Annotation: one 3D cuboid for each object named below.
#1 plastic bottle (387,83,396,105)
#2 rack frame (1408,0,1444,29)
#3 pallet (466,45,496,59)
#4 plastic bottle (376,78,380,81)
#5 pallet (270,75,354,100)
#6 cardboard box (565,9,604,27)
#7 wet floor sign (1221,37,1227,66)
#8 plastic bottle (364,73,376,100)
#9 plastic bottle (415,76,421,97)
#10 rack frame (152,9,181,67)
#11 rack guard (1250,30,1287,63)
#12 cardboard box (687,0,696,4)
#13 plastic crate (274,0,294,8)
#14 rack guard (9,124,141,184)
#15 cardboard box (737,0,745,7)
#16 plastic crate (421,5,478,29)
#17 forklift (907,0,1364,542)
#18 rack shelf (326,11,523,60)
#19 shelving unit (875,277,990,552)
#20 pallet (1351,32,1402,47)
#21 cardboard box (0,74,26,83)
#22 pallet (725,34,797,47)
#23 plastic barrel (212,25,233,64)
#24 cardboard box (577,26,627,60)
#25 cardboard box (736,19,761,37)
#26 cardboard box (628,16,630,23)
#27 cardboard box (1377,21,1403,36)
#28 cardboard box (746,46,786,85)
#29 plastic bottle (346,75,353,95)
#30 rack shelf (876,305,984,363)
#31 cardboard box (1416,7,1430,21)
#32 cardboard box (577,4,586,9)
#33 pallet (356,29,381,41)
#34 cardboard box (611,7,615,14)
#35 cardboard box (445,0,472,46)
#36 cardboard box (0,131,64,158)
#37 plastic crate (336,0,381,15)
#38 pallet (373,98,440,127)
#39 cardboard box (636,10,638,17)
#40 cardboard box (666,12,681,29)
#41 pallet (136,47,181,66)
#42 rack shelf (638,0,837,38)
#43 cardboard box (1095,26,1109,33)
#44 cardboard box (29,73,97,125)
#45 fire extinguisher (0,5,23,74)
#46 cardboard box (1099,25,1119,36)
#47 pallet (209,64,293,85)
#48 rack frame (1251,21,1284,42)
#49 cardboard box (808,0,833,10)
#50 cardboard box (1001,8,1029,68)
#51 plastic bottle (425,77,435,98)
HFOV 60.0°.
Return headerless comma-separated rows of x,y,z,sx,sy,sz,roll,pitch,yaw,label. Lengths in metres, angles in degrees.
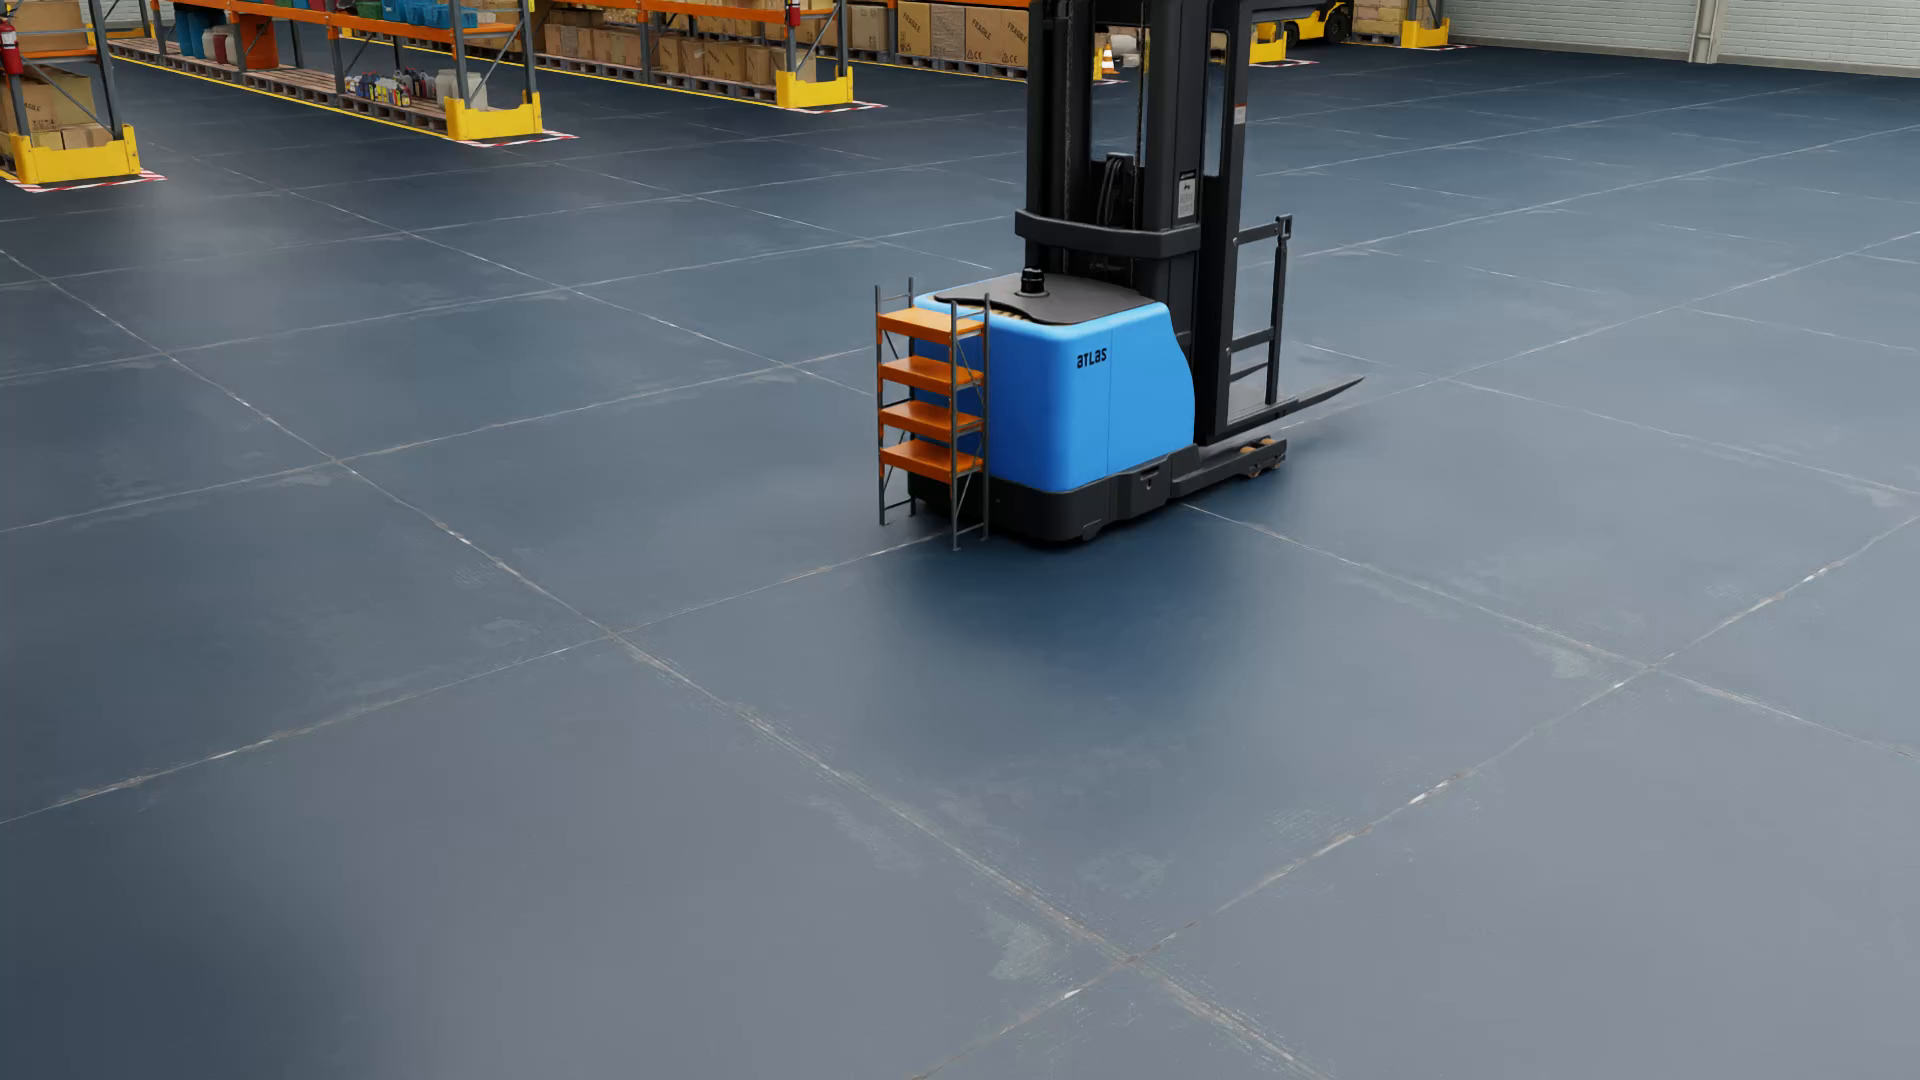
-7.563,-5.975,22.257,0.152,0.276,0.135,-18,28,-39,plastic bottle
9.220,-11.241,32.572,1.000,3.000,0.127,-17,27,-37,rack frame
-8.518,-9.184,31.143,1.003,0.211,1.213,-17,27,-37,pallet
-8.010,-6.227,22.907,0.097,0.271,0.097,0,21,0,plastic bottle
-9.752,-6.872,25.240,1.003,0.211,1.213,-17,27,-37,pallet
-6.454,-8.978,28.589,0.500,0.250,0.500,-14,25,-32,cardboard box
4.775,-8.655,29.197,0.267,0.644,0.232,-8,23,-19,wet floor sign
-8.073,-6.223,22.788,0.144,0.351,0.185,-19,28,-40,plastic bottle
-7.495,-6.283,23.033,0.061,0.283,0.133,-17,27,-37,plastic bottle
-13.631,-9.836,28.983,1.000,3.000,0.127,-17,27,-37,rack frame
5.412,-8.916,30.062,1.175,0.500,0.348,-17,27,-37,rack guard
-3.910,-8.217,25.195,0.380,0.149,0.250,-17,27,-37,cardboard box
-9.760,-7.941,24.436,0.450,0.188,0.662,-17,27,-37,plastic crate
-9.537,-4.172,17.950,1.175,0.500,0.348,-17,27,-37,rack guard
-3.036,-7.890,24.359,0.380,0.149,0.250,-17,27,-37,cardboard box
-6.351,-6.518,20.717,0.499,0.251,0.616,-17,27,-37,plastic crate
1.113,-1.808,8.580,1.130,2.935,3.031,19,28,40,forklift
-7.104,-6.738,22.061,1.077,0.370,4.000,-17,27,-37,rack shelf
-0.130,-0.596,7.859,0.503,1.200,0.258,19,28,40,shelving unit
8.689,-10.144,33.594,1.003,0.211,1.213,-17,27,-37,pallet
-10.792,-4.957,18.693,0.500,0.500,0.500,-17,27,-37,cardboard box
-3.953,-9.980,33.176,1.003,0.211,1.213,-17,27,-37,pallet
-12.089,-8.247,27.656,0.600,0.588,0.708,-17,27,-37,plastic barrel
-6.068,-8.465,28.308,0.700,0.500,0.500,-15,26,-33,cardboard box
-4.072,-10.214,32.800,0.500,0.500,0.500,-18,27,-38,cardboard box
-6.977,-11.314,36.091,0.380,0.149,0.250,-18,28,-39,cardboard box
8.674,-10.211,33.136,0.500,0.250,0.500,-17,27,-37,cardboard box
-2.857,-7.065,24.760,0.500,0.500,0.500,-10,23,-24,cardboard box
-8.533,-6.368,23.266,0.097,0.271,0.097,0,21,0,plastic bottle
-0.130,-0.962,7.716,0.480,0.148,0.258,19,28,40,rack shelf
9.070,-10.569,33.363,0.500,0.250,0.500,-17,27,-36,cardboard box
-8.383,-11.985,37.395,0.380,0.149,0.250,-18,27,-38,cardboard box
-11.909,-10.619,34.808,1.003,0.211,1.213,-17,27,-37,pallet
-7.448,-11.648,36.537,0.380,0.149,0.250,-16,26,-35,cardboard box
-8.862,-9.802,31.236,1.225,0.875,0.875,-19,28,-39,cardboard box
-10.127,-4.335,18.134,0.500,0.250,0.500,-17,27,-37,cardboard box
-8.164,-7.422,22.905,0.767,0.338,0.504,-17,27,-37,plastic crate
-7.202,-5.794,22.489,1.003,0.211,1.213,-17,27,-37,pallet
-6.688,-11.257,35.539,0.380,0.149,0.250,-19,28,-40,cardboard box
-5.774,-10.932,34.634,0.500,0.500,0.500,-16,27,-35,cardboard box
-14.140,-8.731,29.987,1.003,0.211,1.213,-17,27,-37,pallet
-3.351,-7.917,25.071,1.077,0.370,4.000,-17,27,-37,rack shelf
2.519,-9.381,31.246,0.500,0.500,0.500,0,21,-1,cardboard box
-10.062,-4.946,18.664,0.500,0.500,0.500,-17,27,-37,cardboard box
-9.828,-5.163,17.159,0.296,0.674,0.183,-17,27,-37,fire extinguisher
3.031,-9.852,32.218,0.500,0.250,0.500,-19,28,-40,cardboard box
-11.566,-7.640,27.201,1.003,0.211,1.213,-17,27,-37,pallet
5.462,-10.059,29.552,1.000,3.000,0.127,-17,27,-37,rack frame
-2.051,-7.718,23.921,0.380,0.149,0.250,-17,27,-37,cardboard box
1.285,-8.230,27.221,0.875,0.875,0.875,-17,27,-37,cardboard box
-7.331,-6.265,22.997,0.152,0.276,0.135,-17,27,-36,plastic bottle
